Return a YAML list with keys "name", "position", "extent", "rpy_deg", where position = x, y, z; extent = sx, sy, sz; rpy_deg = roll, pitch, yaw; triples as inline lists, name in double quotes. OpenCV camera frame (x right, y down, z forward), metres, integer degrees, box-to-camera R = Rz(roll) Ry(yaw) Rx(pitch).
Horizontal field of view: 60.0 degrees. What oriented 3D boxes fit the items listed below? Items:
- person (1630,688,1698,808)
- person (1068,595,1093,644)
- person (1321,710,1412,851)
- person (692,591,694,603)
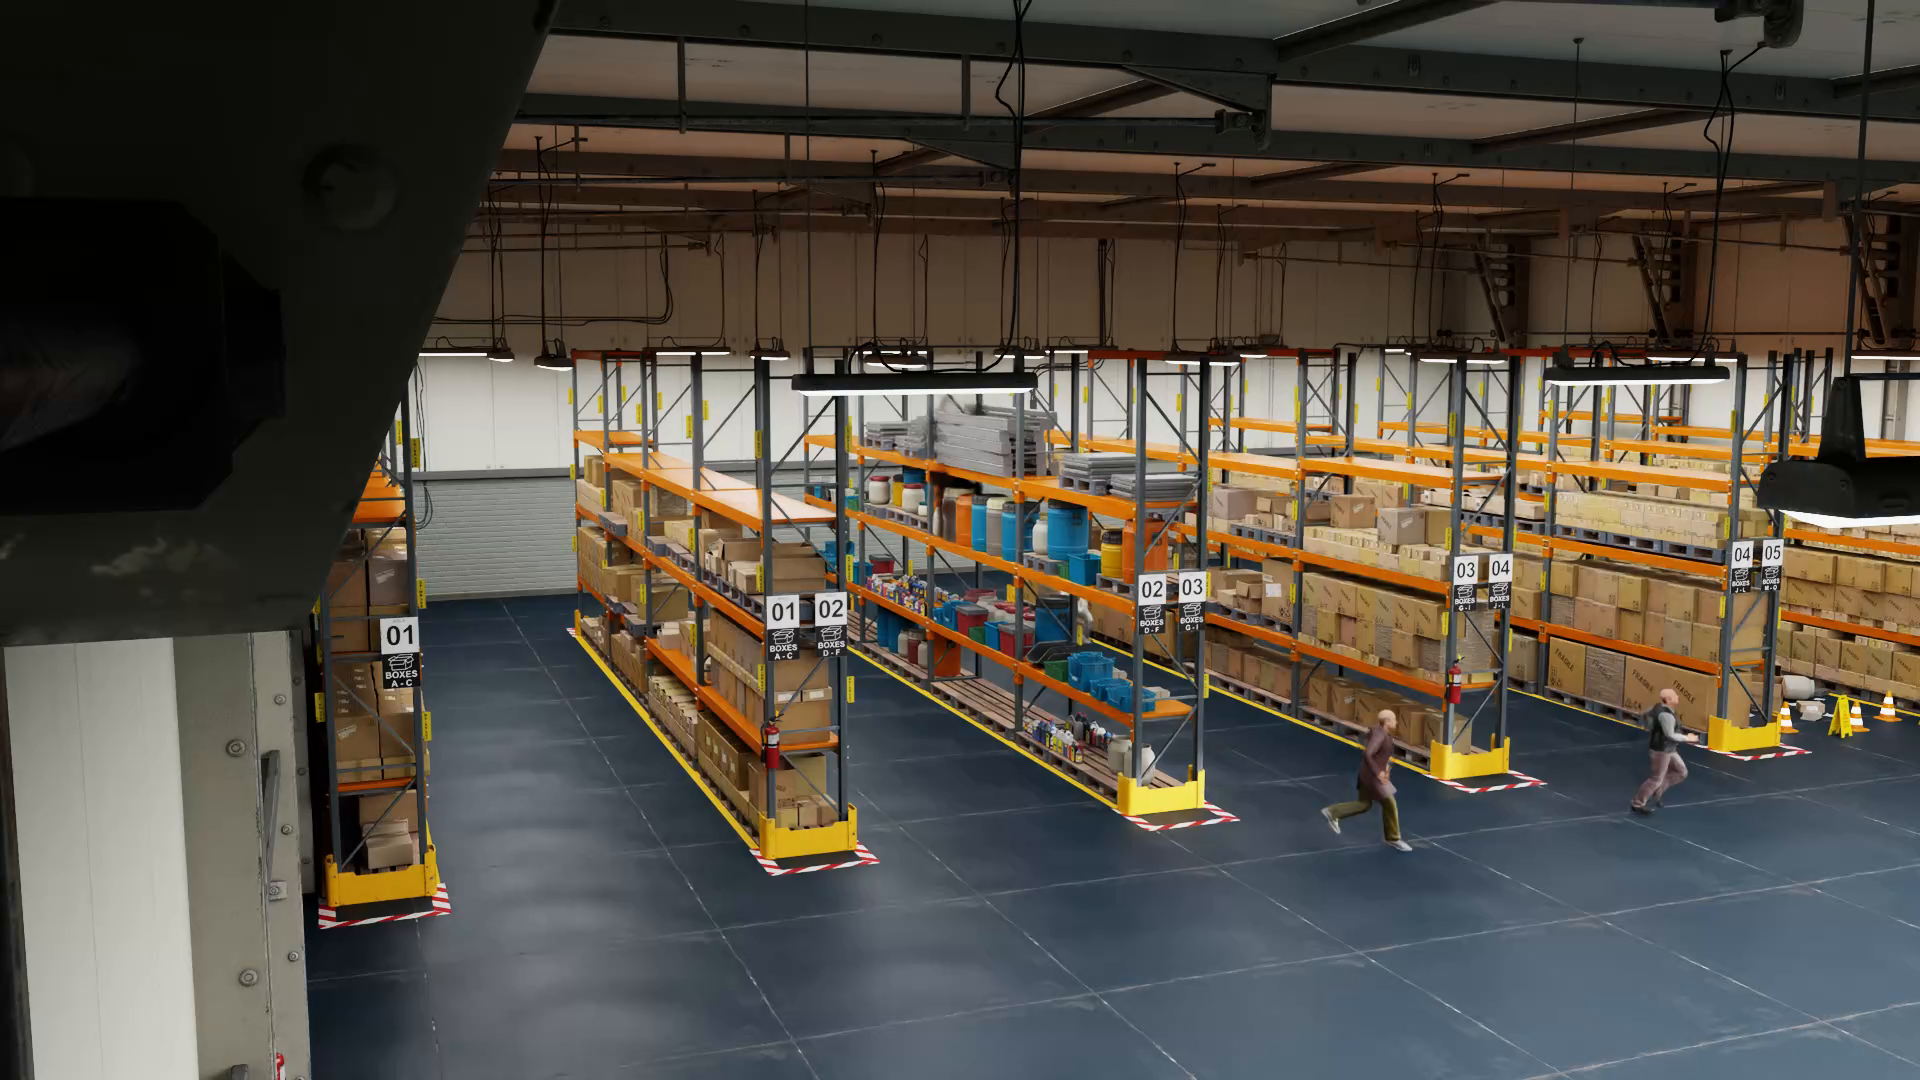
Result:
- name: "person"
  position: [9.293, 2.730, 21.932]
  extent: [0.792, 1.606, 0.560]
  rpy_deg: [3, 8, 20]
- name: "person"
  position: [2.287, 1.380, 32.639]
  extent: [0.712, 1.650, 0.961]
  rpy_deg: [-3, 8, -24]
- name: "person"
  position: [5.014, 2.949, 20.434]
  extent: [1.119, 1.778, 0.670]
  rpy_deg: [1, 7, 6]
- name: "person"
  position: [-5.477, 1.198, 34.989]
  extent: [0.672, 1.582, 0.953]
  rpy_deg: [-5, 9, -35]
